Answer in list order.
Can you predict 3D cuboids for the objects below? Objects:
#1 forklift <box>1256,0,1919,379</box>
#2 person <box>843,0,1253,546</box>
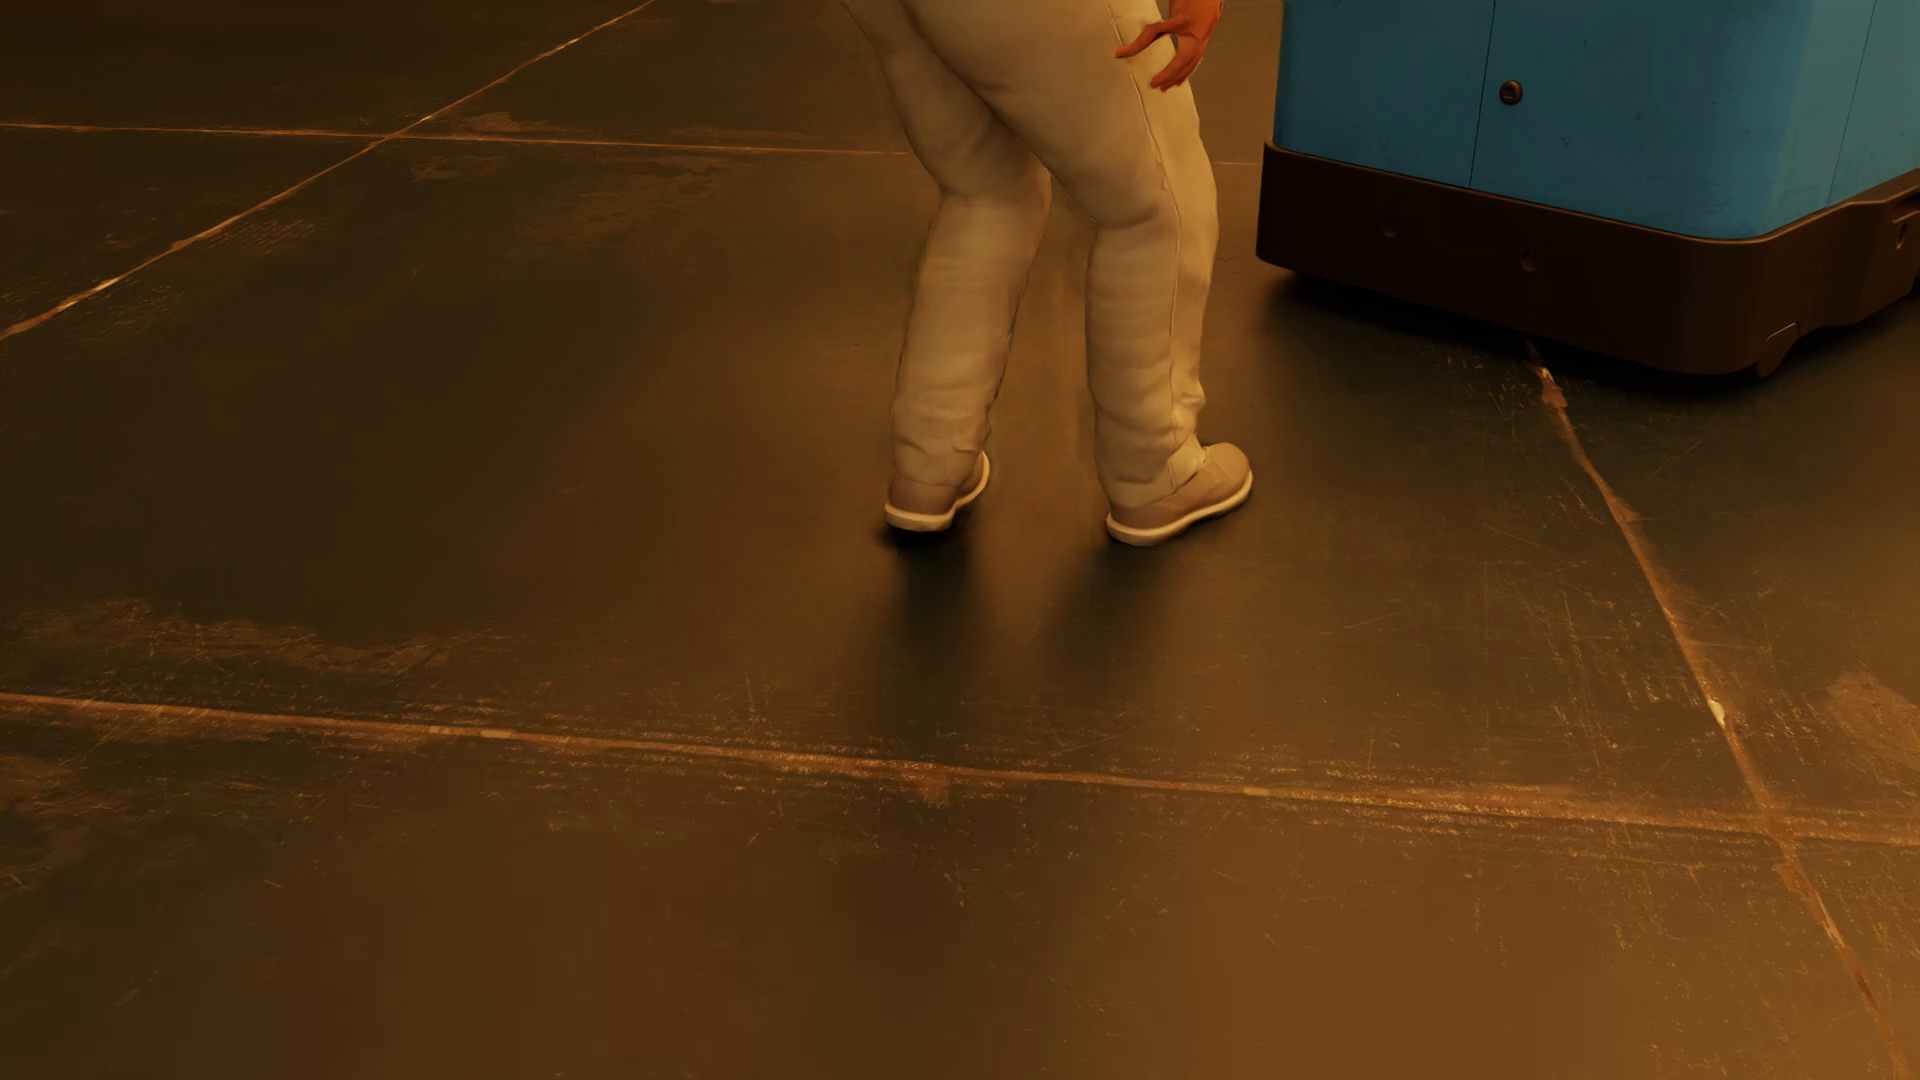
[{"bbox_3d":[2.056,-2.147,3.521,3.031,2.935,1.130,-23,34,-38],"label":"forklift"},{"bbox_3d":[0.138,-0.818,2.212,0.651,1.754,0.686,-19,32,-34],"label":"person"}]
